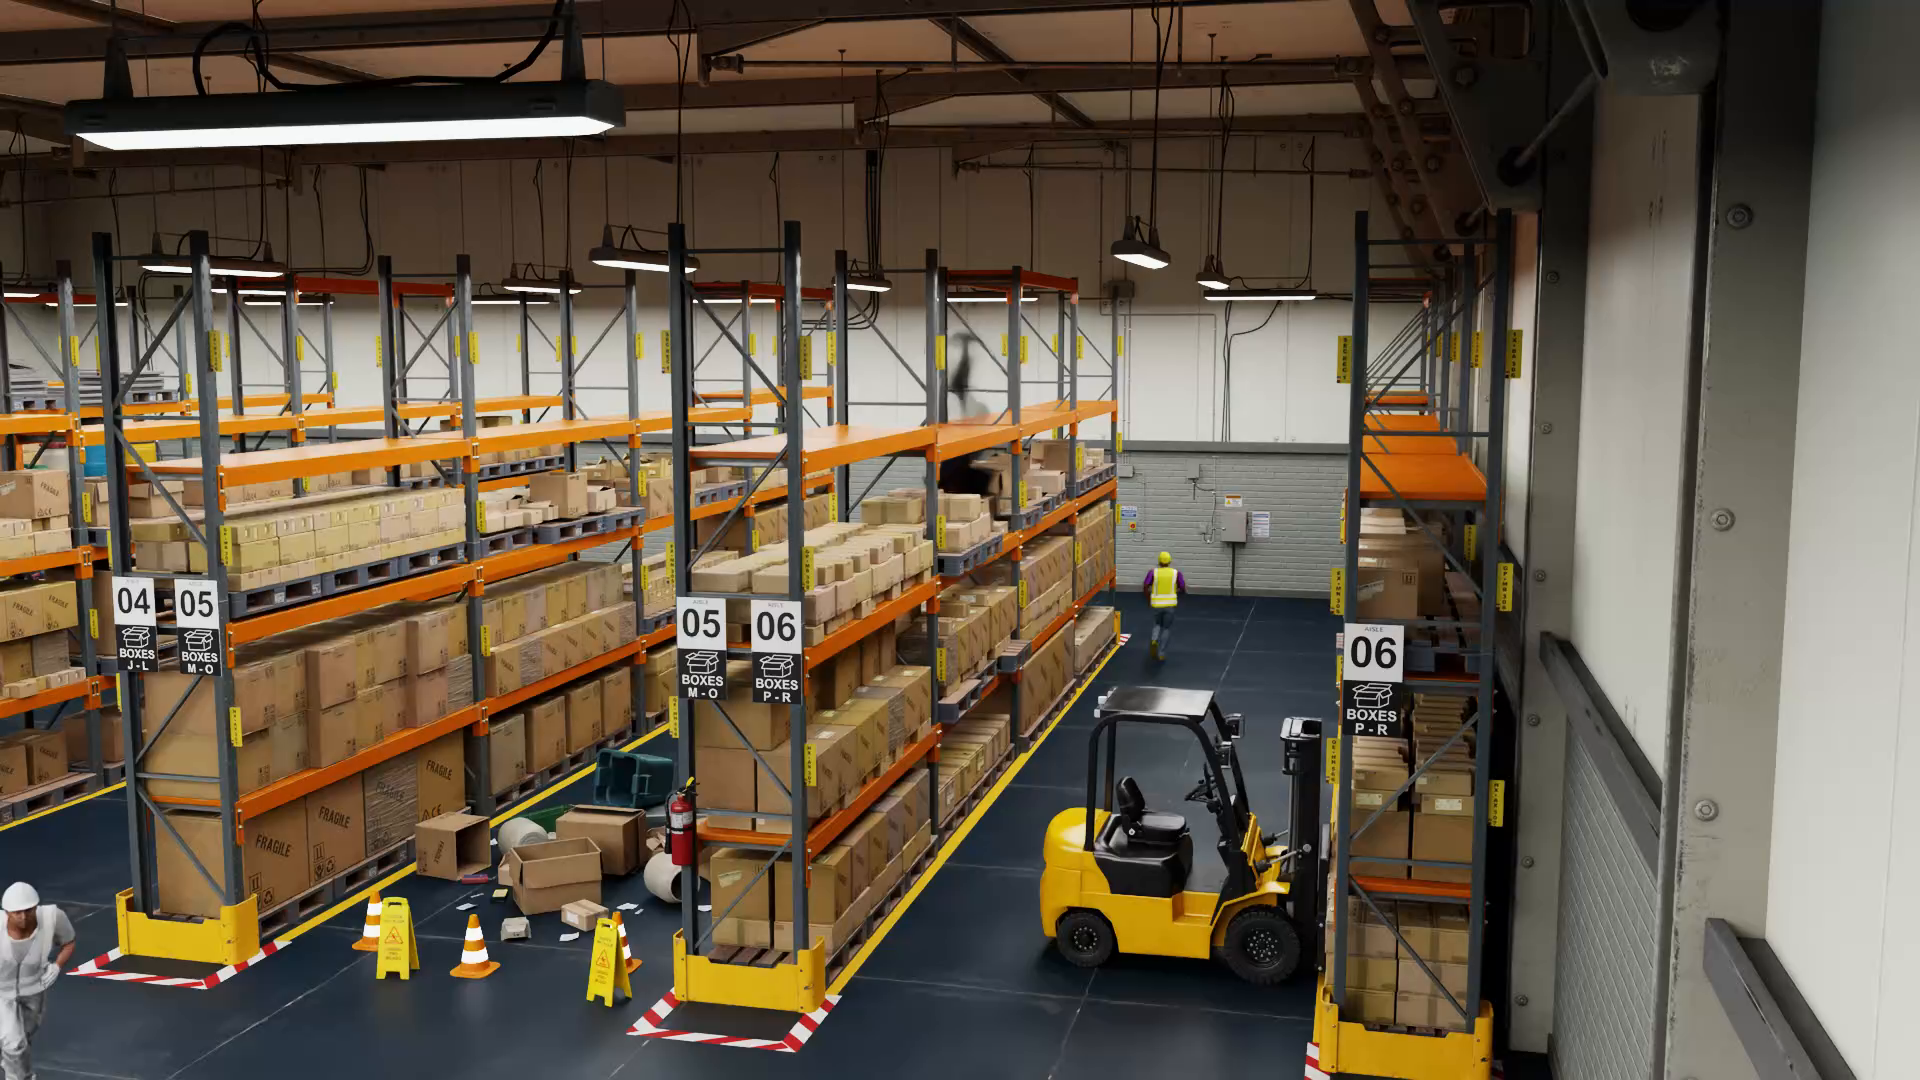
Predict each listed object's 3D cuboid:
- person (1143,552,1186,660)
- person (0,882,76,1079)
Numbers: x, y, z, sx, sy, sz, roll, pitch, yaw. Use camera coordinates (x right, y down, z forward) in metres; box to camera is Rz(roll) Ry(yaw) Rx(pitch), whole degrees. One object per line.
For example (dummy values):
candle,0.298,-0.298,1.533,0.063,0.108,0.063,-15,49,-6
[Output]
person,3.291,1.041,26.783,0.677,1.729,0.590,1,7,9
person,-6.264,3.021,11.009,0.729,1.732,1.051,-6,9,-39
